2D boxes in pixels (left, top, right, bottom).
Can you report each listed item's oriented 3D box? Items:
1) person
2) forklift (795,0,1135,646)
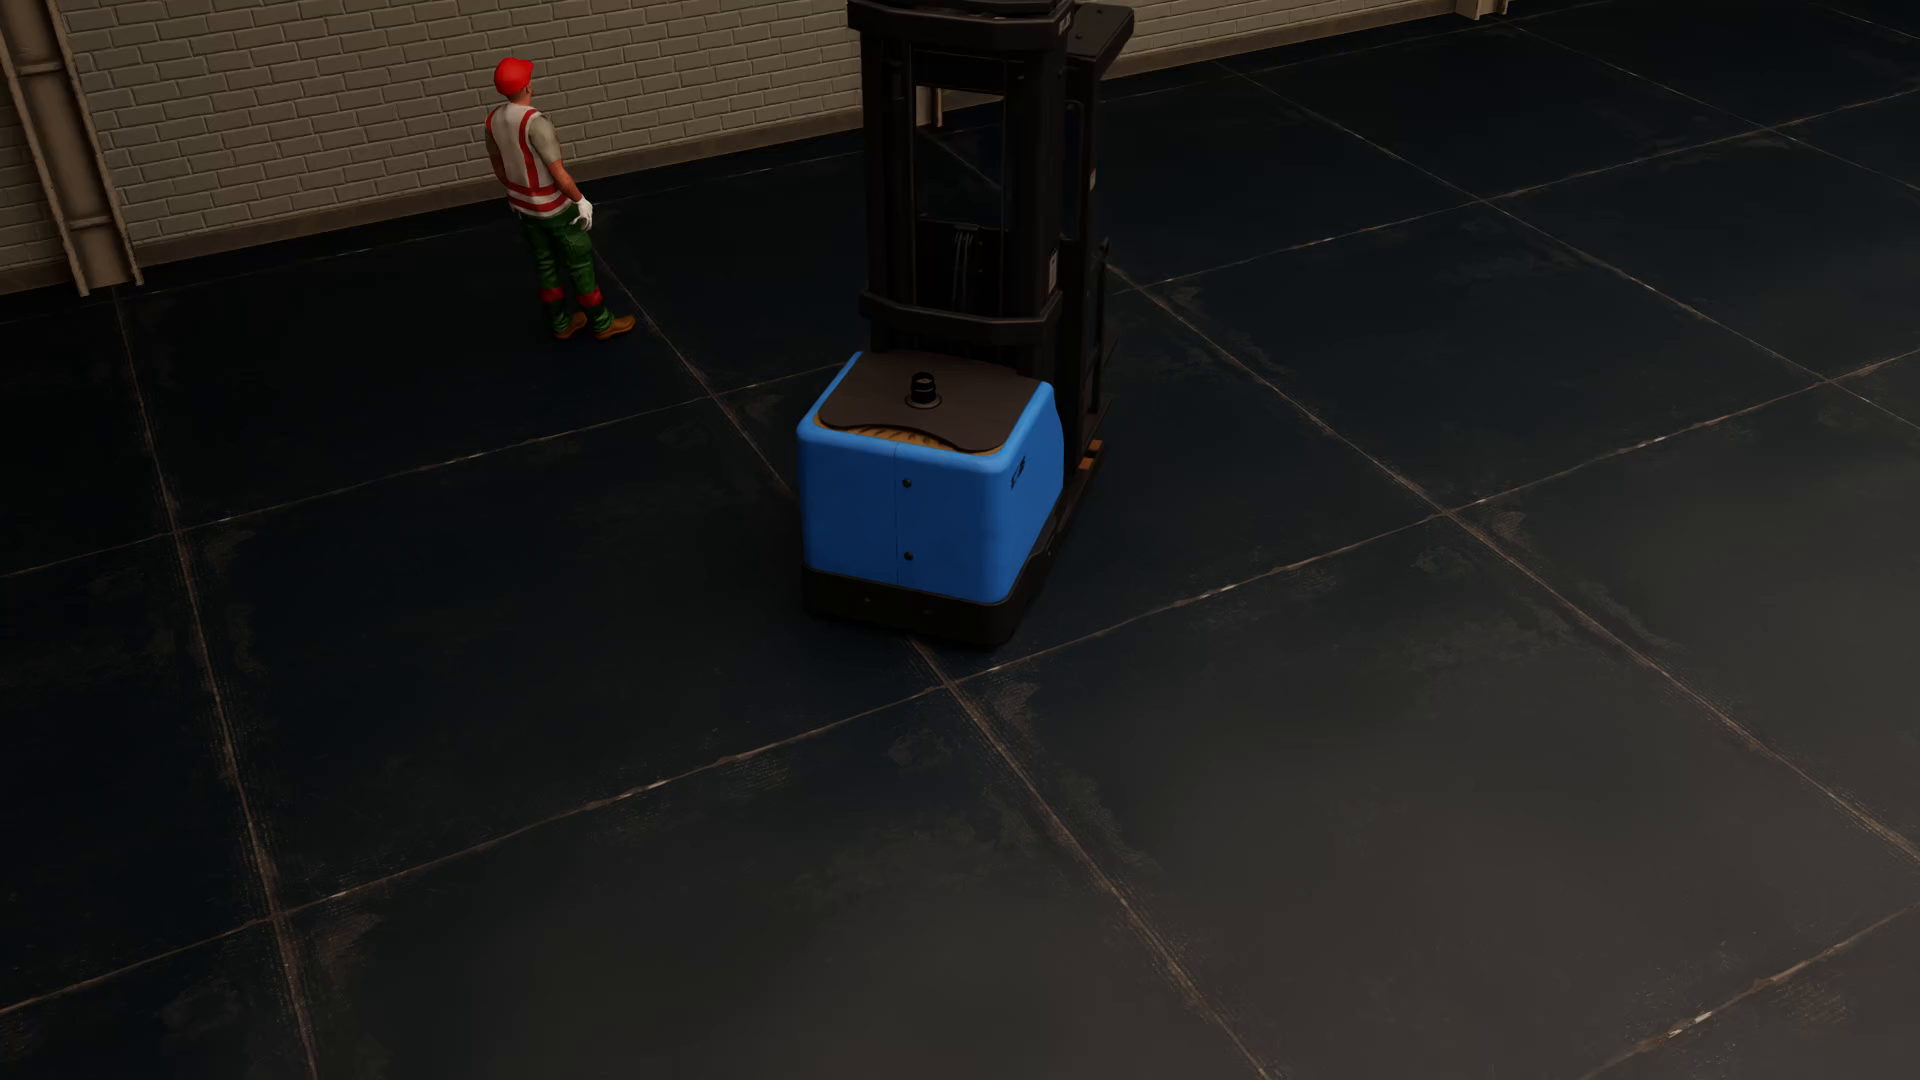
[{"bbox_3d":[-2.440,-2.048,9.998,0.638,1.787,0.566,20,40,26],"label":"person"},{"bbox_3d":[0.183,-1.549,8.314,1.130,2.935,3.031,11,37,15],"label":"forklift"}]
